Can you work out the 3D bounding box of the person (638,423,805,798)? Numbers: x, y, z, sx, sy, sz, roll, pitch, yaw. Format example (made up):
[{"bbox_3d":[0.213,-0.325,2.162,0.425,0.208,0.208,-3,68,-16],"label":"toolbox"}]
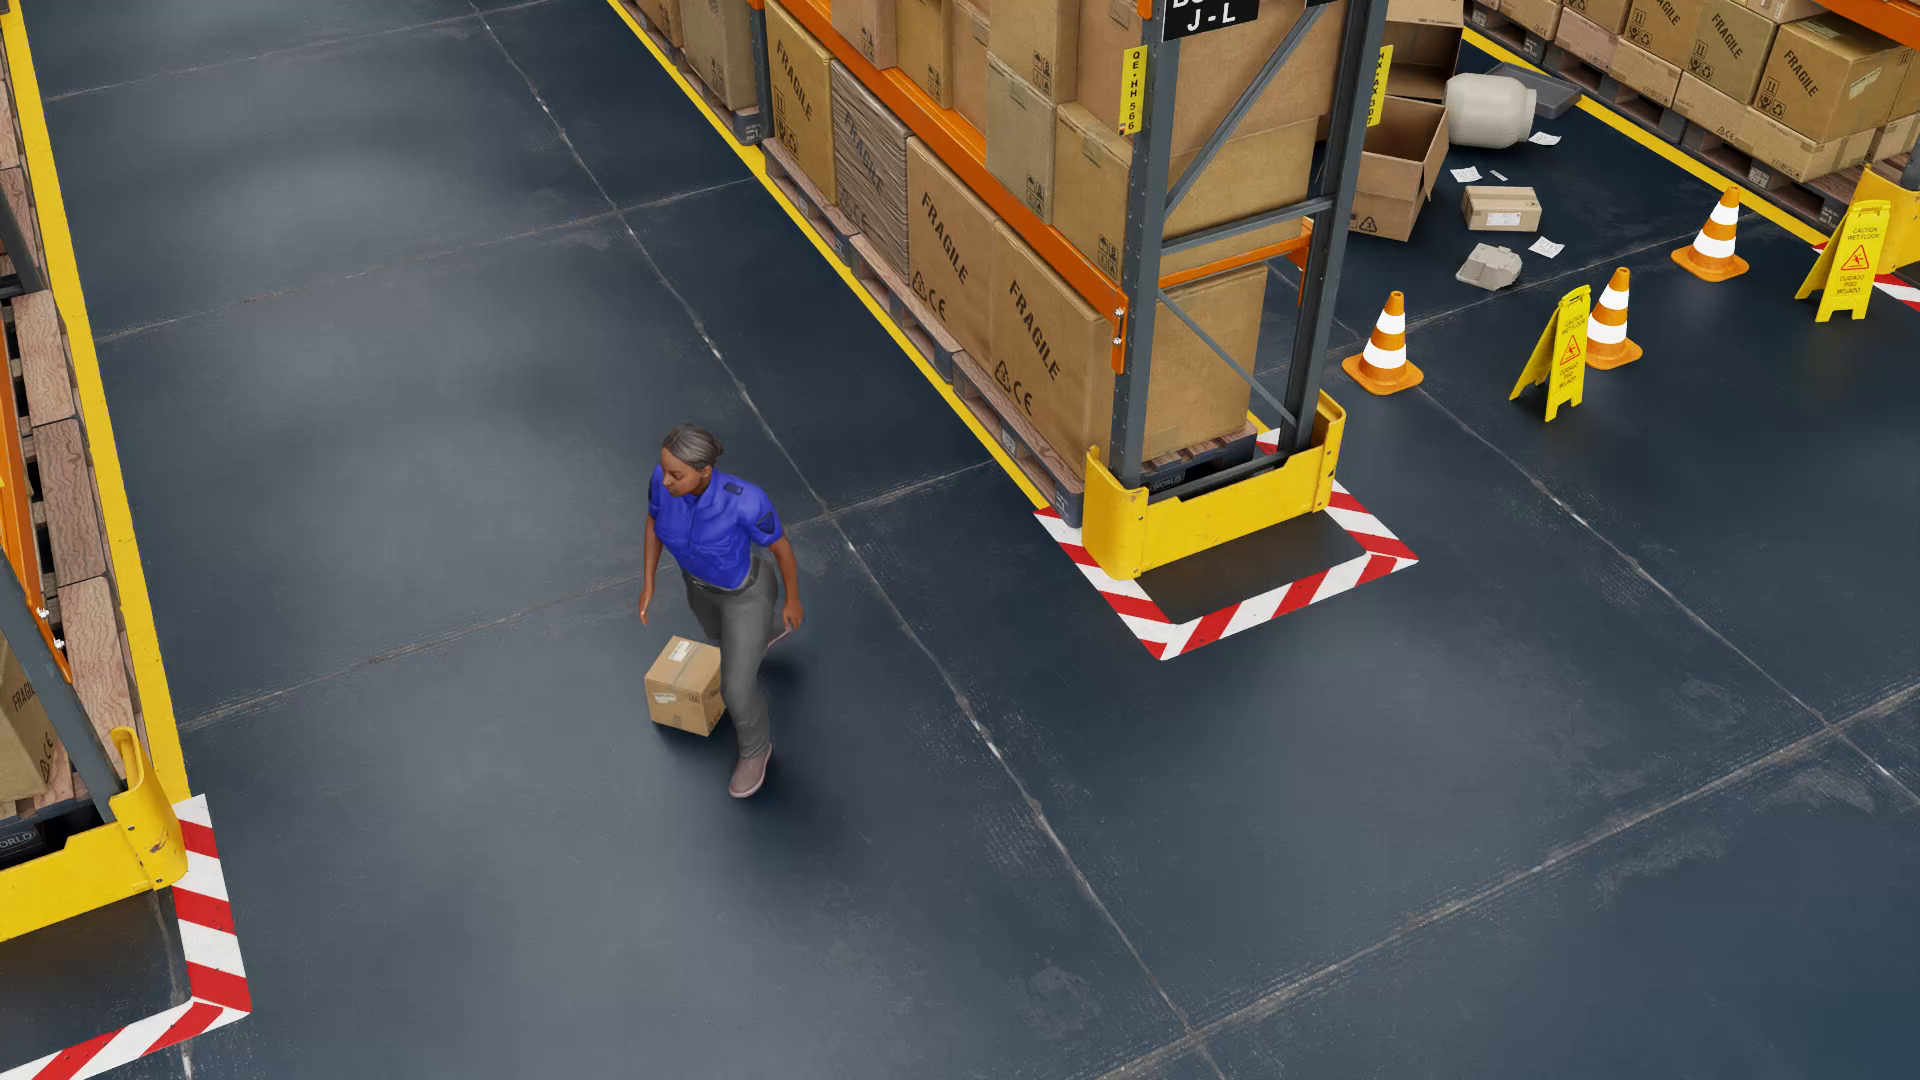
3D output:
[{"bbox_3d":[-0.791,0.099,6.065,0.573,1.606,0.789,22,46,23],"label":"person"}]
